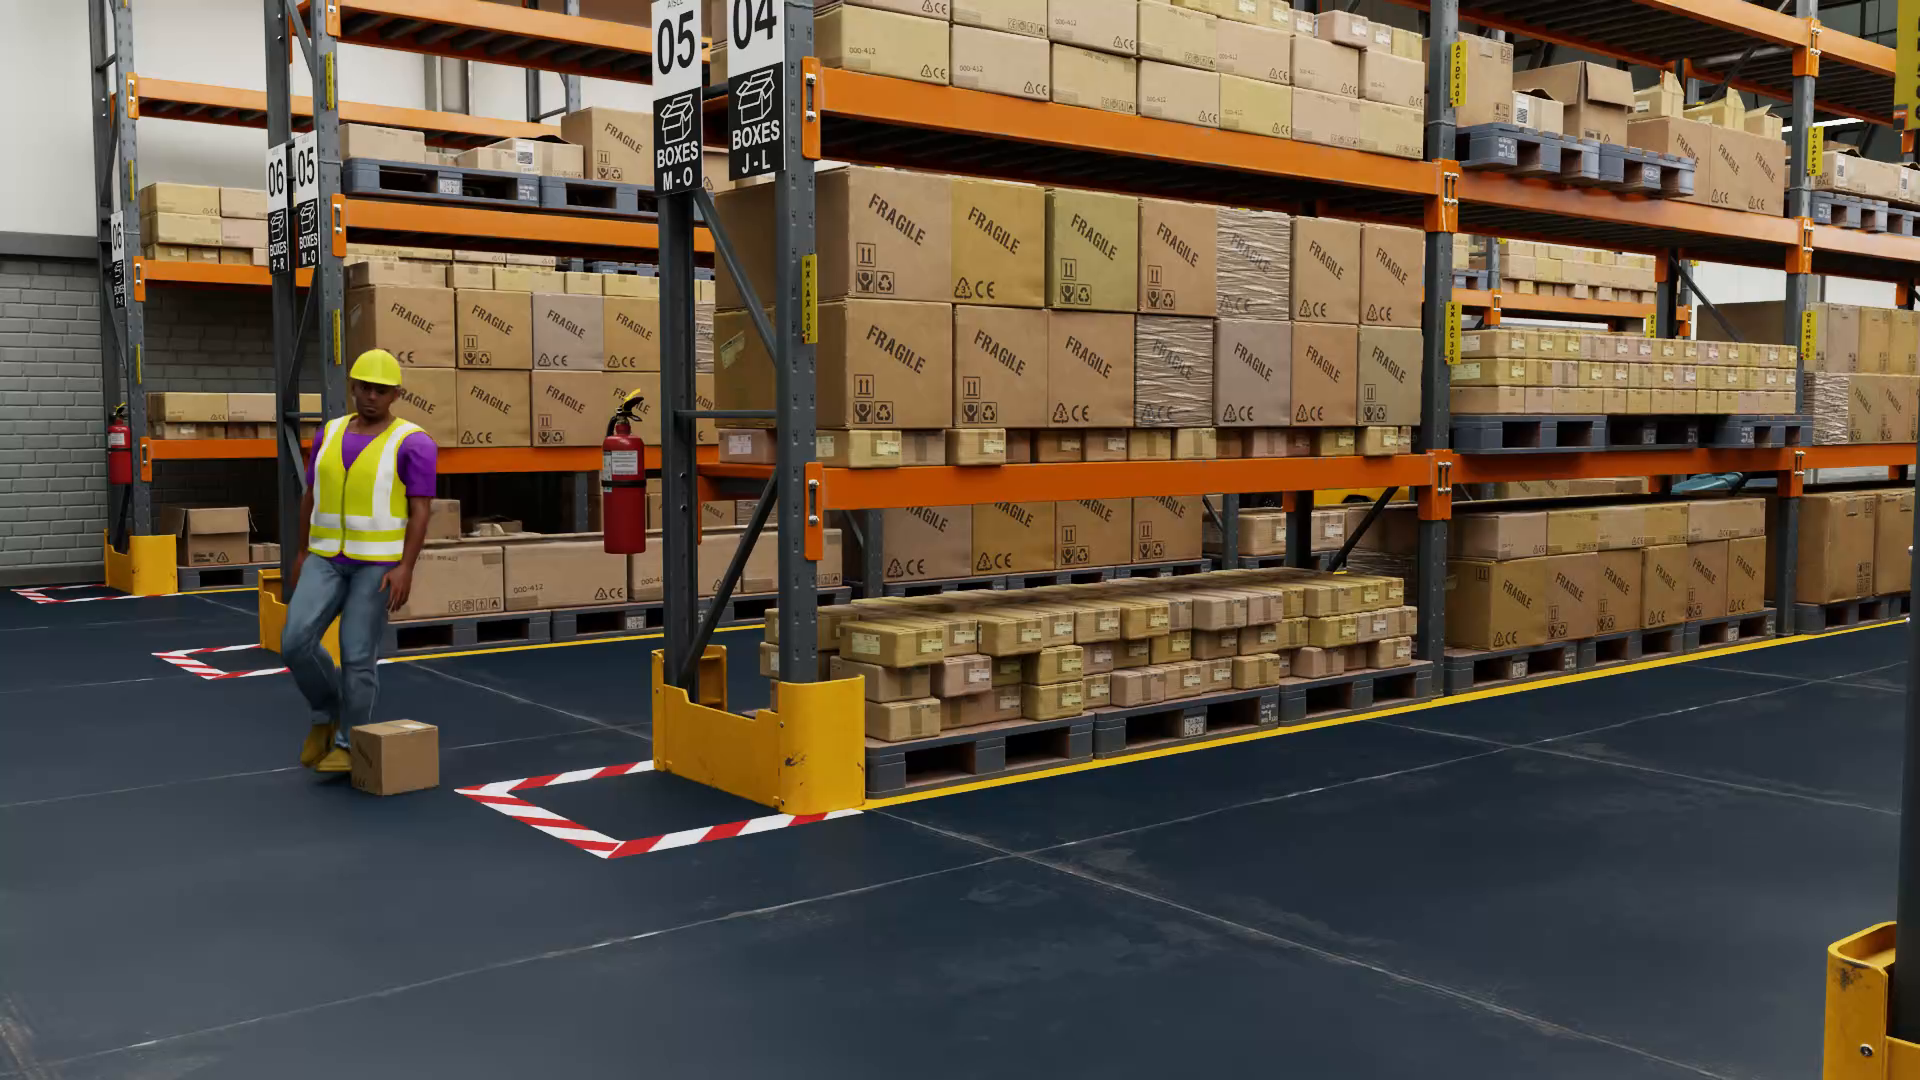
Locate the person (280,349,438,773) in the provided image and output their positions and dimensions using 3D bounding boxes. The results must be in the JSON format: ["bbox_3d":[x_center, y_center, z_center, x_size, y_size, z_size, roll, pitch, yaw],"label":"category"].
[{"bbox_3d":[-2.501,0.094,6.824,0.654,1.754,0.460,1,4,8],"label":"person"}]
